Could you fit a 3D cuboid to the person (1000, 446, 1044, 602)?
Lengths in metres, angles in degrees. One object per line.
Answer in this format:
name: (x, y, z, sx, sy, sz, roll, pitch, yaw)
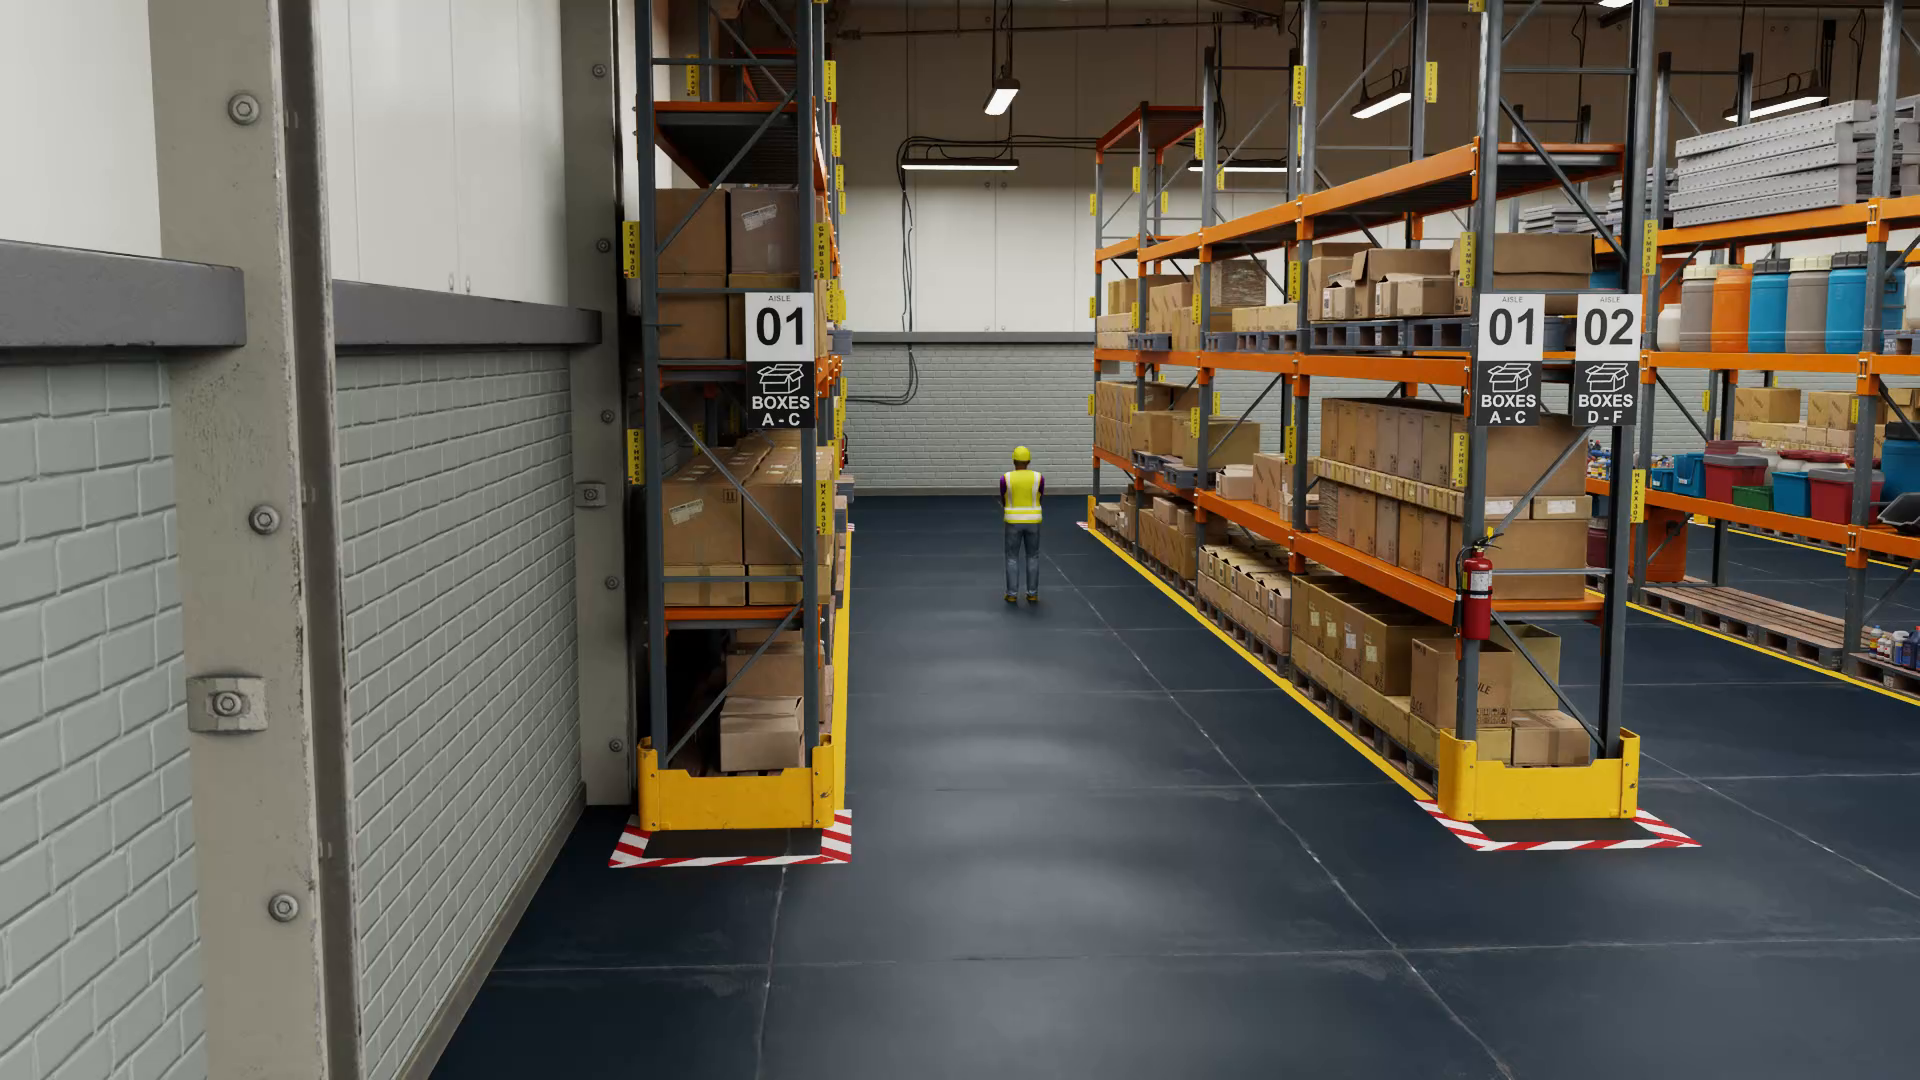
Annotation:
person: (0.689, -0.196, 18.808, 0.503, 1.760, 0.577, 0, 7, -3)
